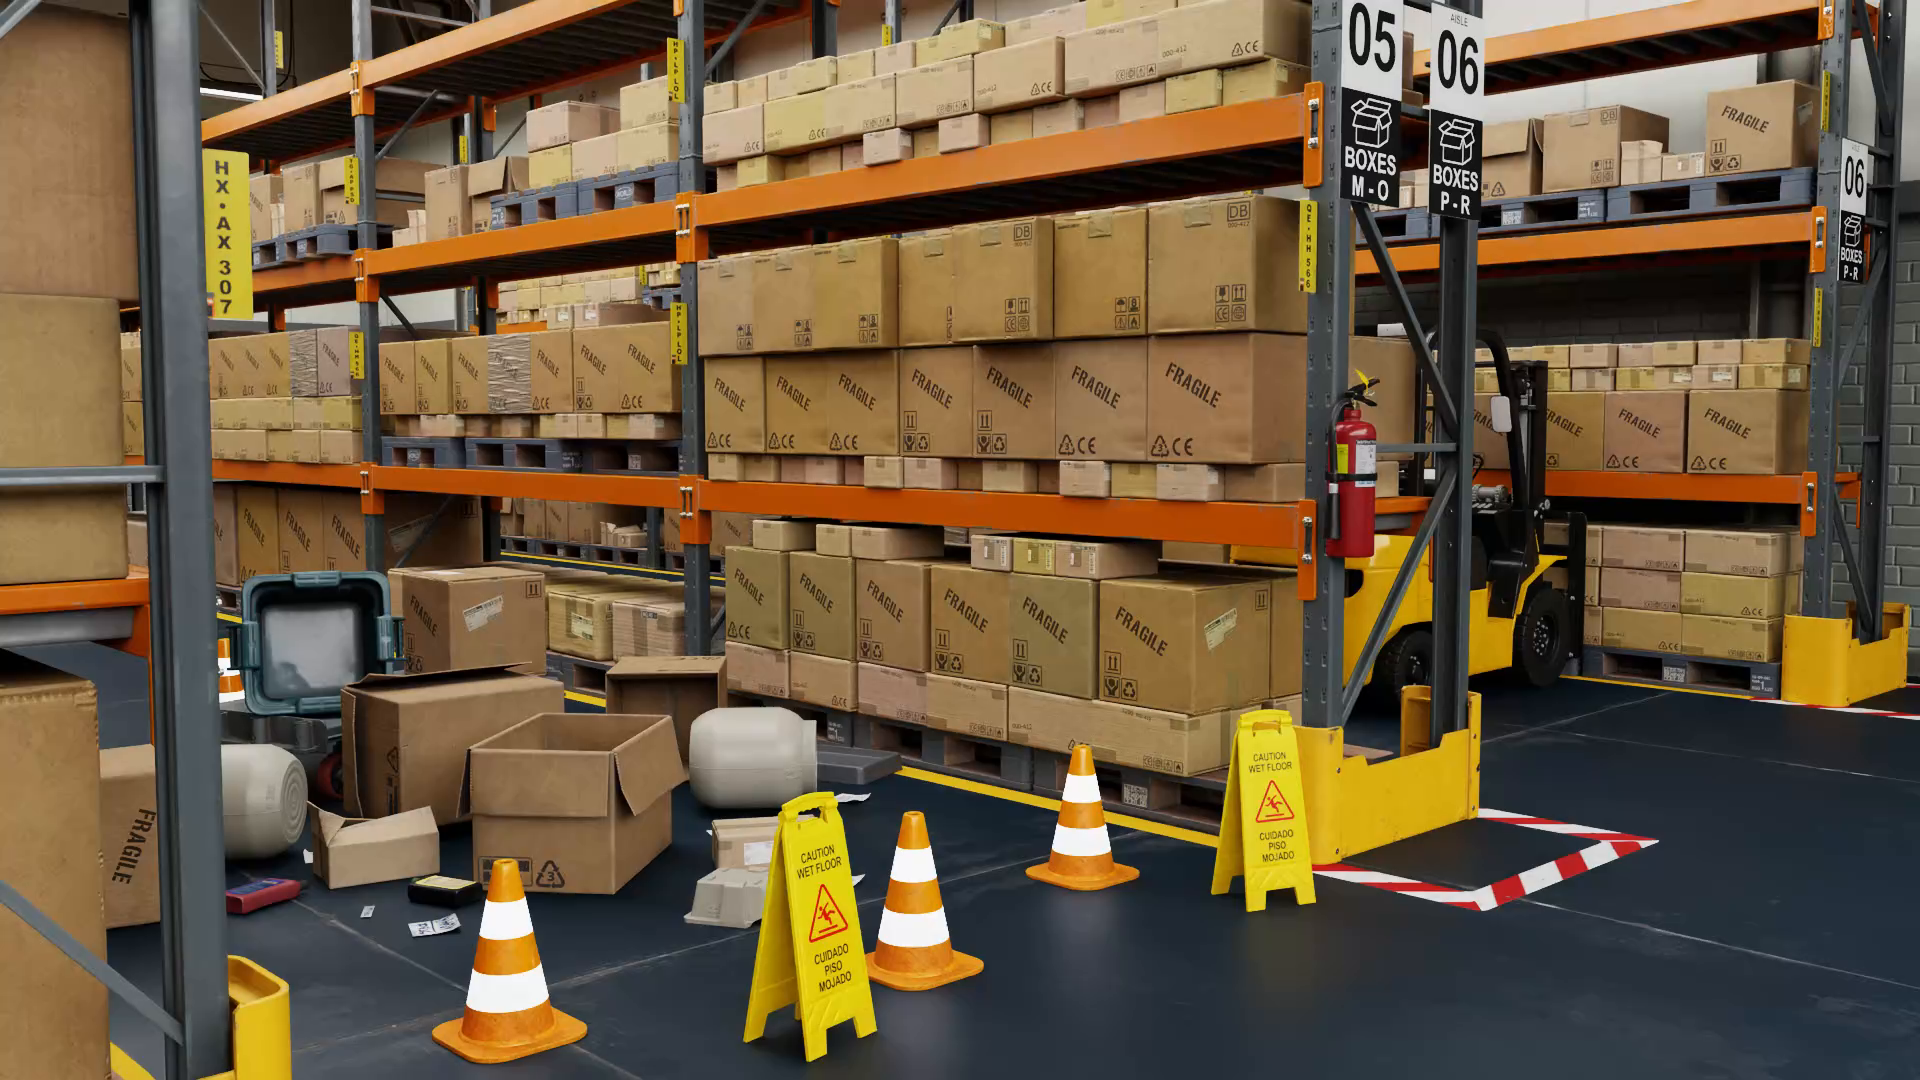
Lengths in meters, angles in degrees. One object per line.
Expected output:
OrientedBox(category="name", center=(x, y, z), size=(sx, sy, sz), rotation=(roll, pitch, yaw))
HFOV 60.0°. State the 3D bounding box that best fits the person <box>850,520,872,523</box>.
OrientedBox(category="person", center=(-0.590, -0.392, 11.871), size=(0.318, 0.984, 0.434), rotation=(-4, 5, -43))
